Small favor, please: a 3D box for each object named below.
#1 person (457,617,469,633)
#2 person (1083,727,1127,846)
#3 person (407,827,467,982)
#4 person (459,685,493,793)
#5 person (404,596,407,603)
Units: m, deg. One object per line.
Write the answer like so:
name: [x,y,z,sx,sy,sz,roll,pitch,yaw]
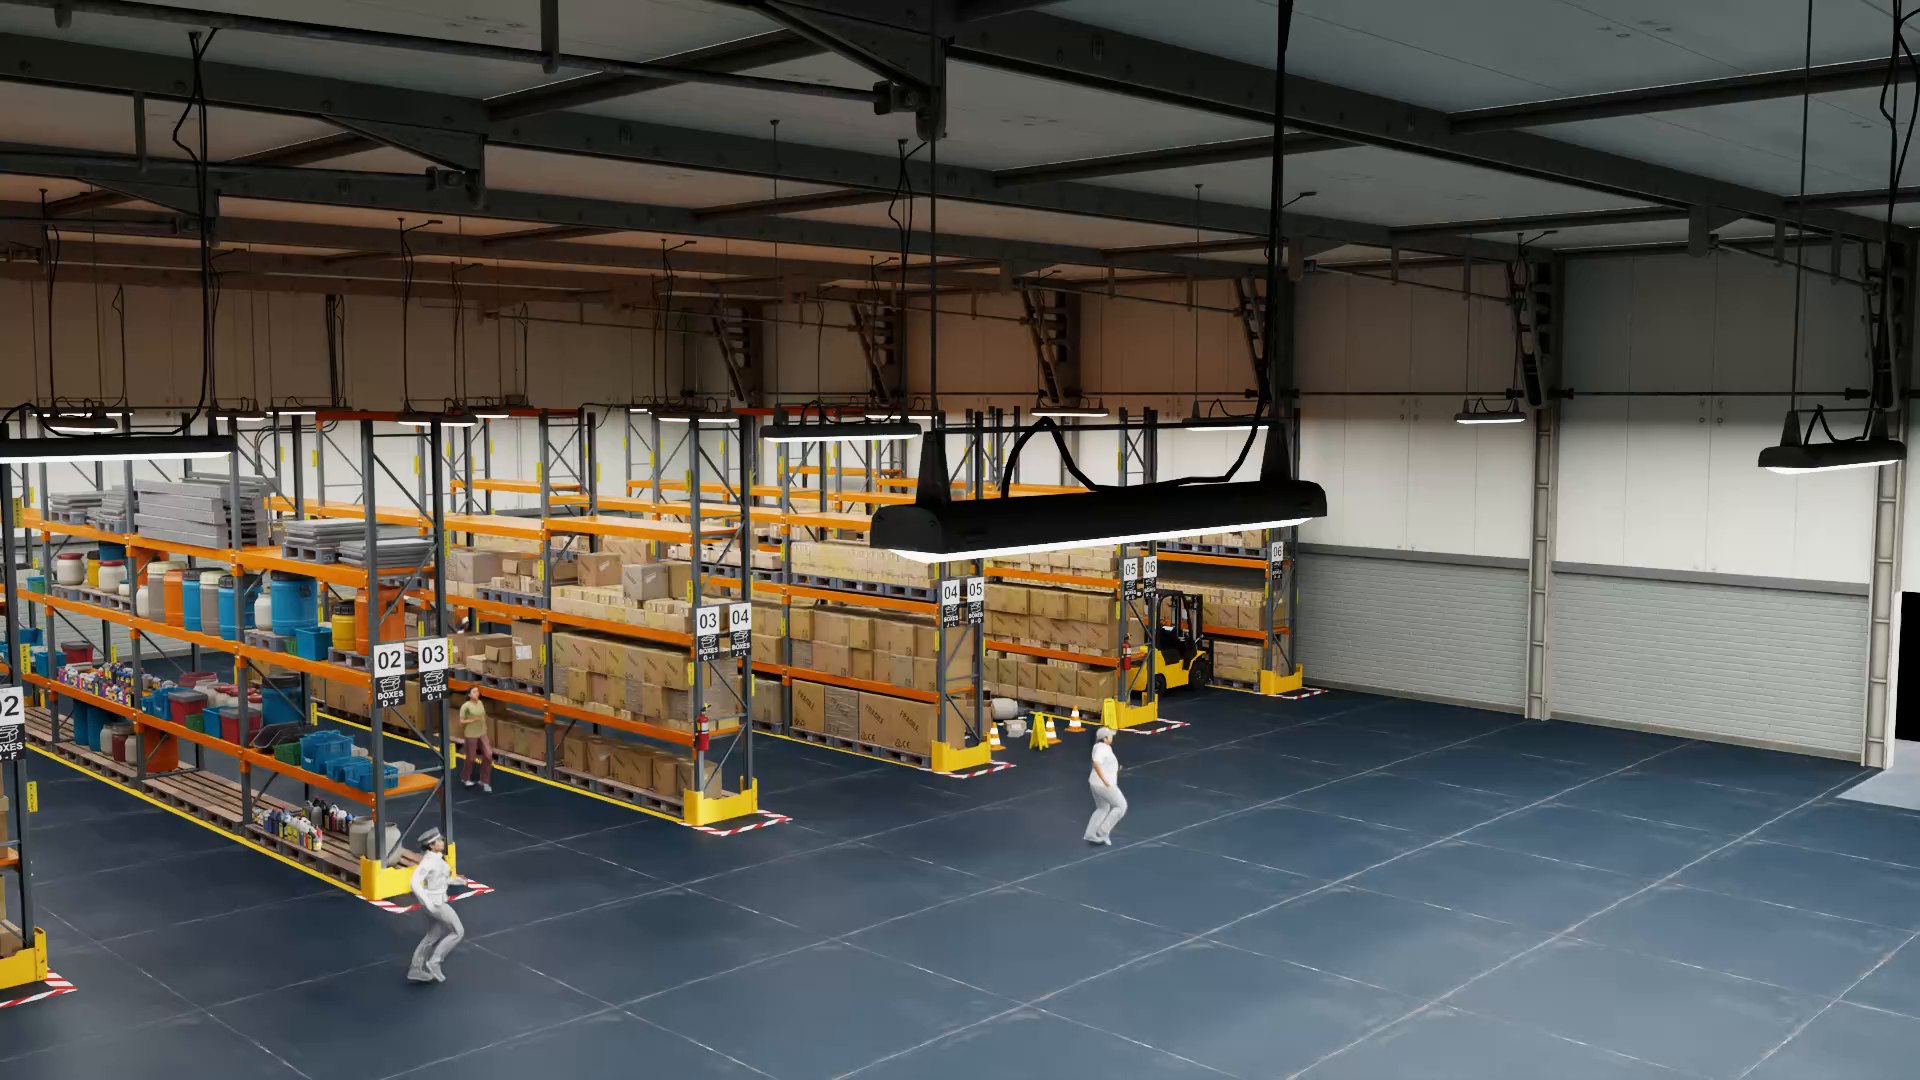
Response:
person: [-10.109,2.438,34.285,0.570,1.718,0.696,4,6,39]
person: [2.021,3.445,23.310,0.593,1.664,0.663,-1,5,-10]
person: [-5.622,3.901,17.849,0.638,1.673,0.590,-2,5,-18]
person: [-7.725,3.152,26.460,0.698,1.717,0.559,5,7,42]
person: [-13.057,2.064,38.579,0.763,1.683,0.609,0,5,-2]
